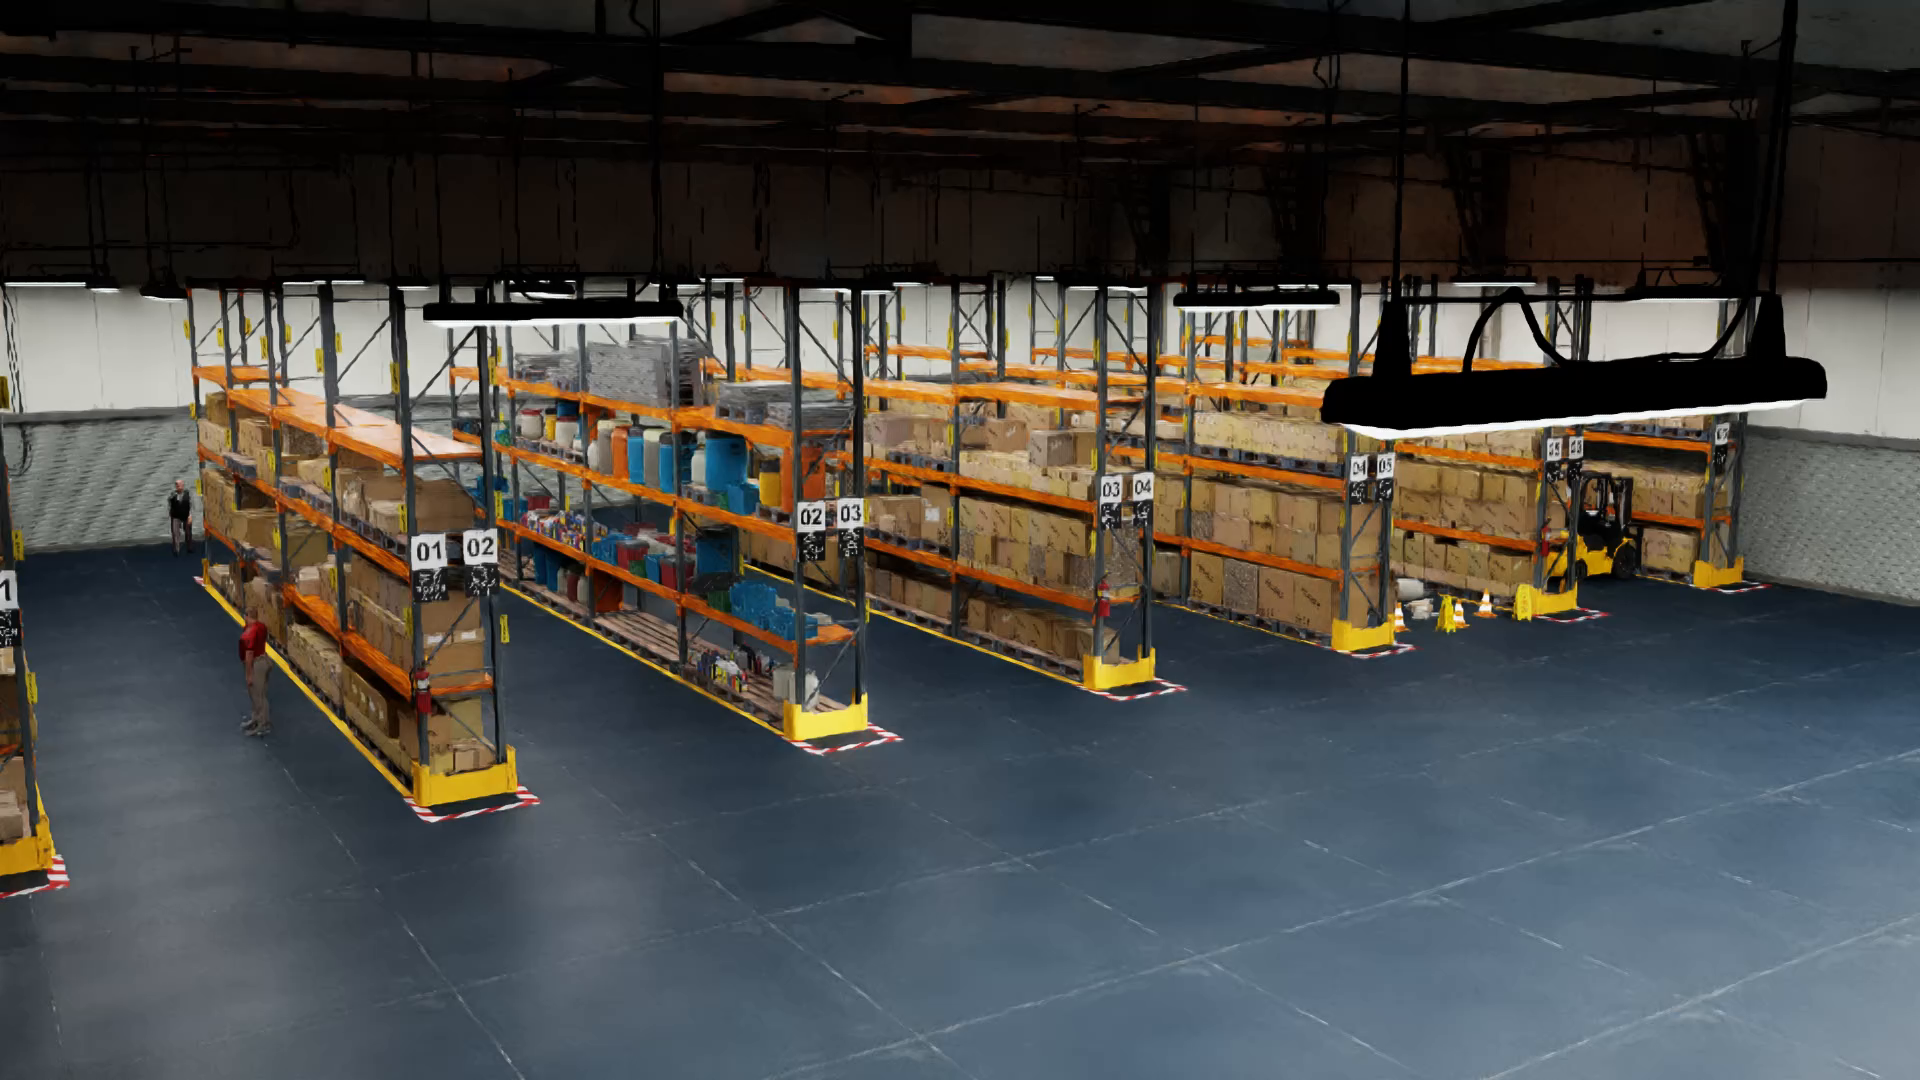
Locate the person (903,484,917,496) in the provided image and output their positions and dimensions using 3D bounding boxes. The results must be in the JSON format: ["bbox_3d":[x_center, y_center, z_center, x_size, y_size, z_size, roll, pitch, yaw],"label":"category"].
[{"bbox_3d":[-1.462,-1.979,44.489,0.615,1.768,0.630,1,10,3],"label":"person"}]

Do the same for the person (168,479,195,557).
[{"bbox_3d":[-16.782,-0.505,35.887,0.540,1.645,1.021,-4,10,-23],"label":"person"}]

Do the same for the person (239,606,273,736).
[{"bbox_3d":[-9.545,1.739,22.419,0.497,1.731,0.588,0,10,-2],"label":"person"}]
